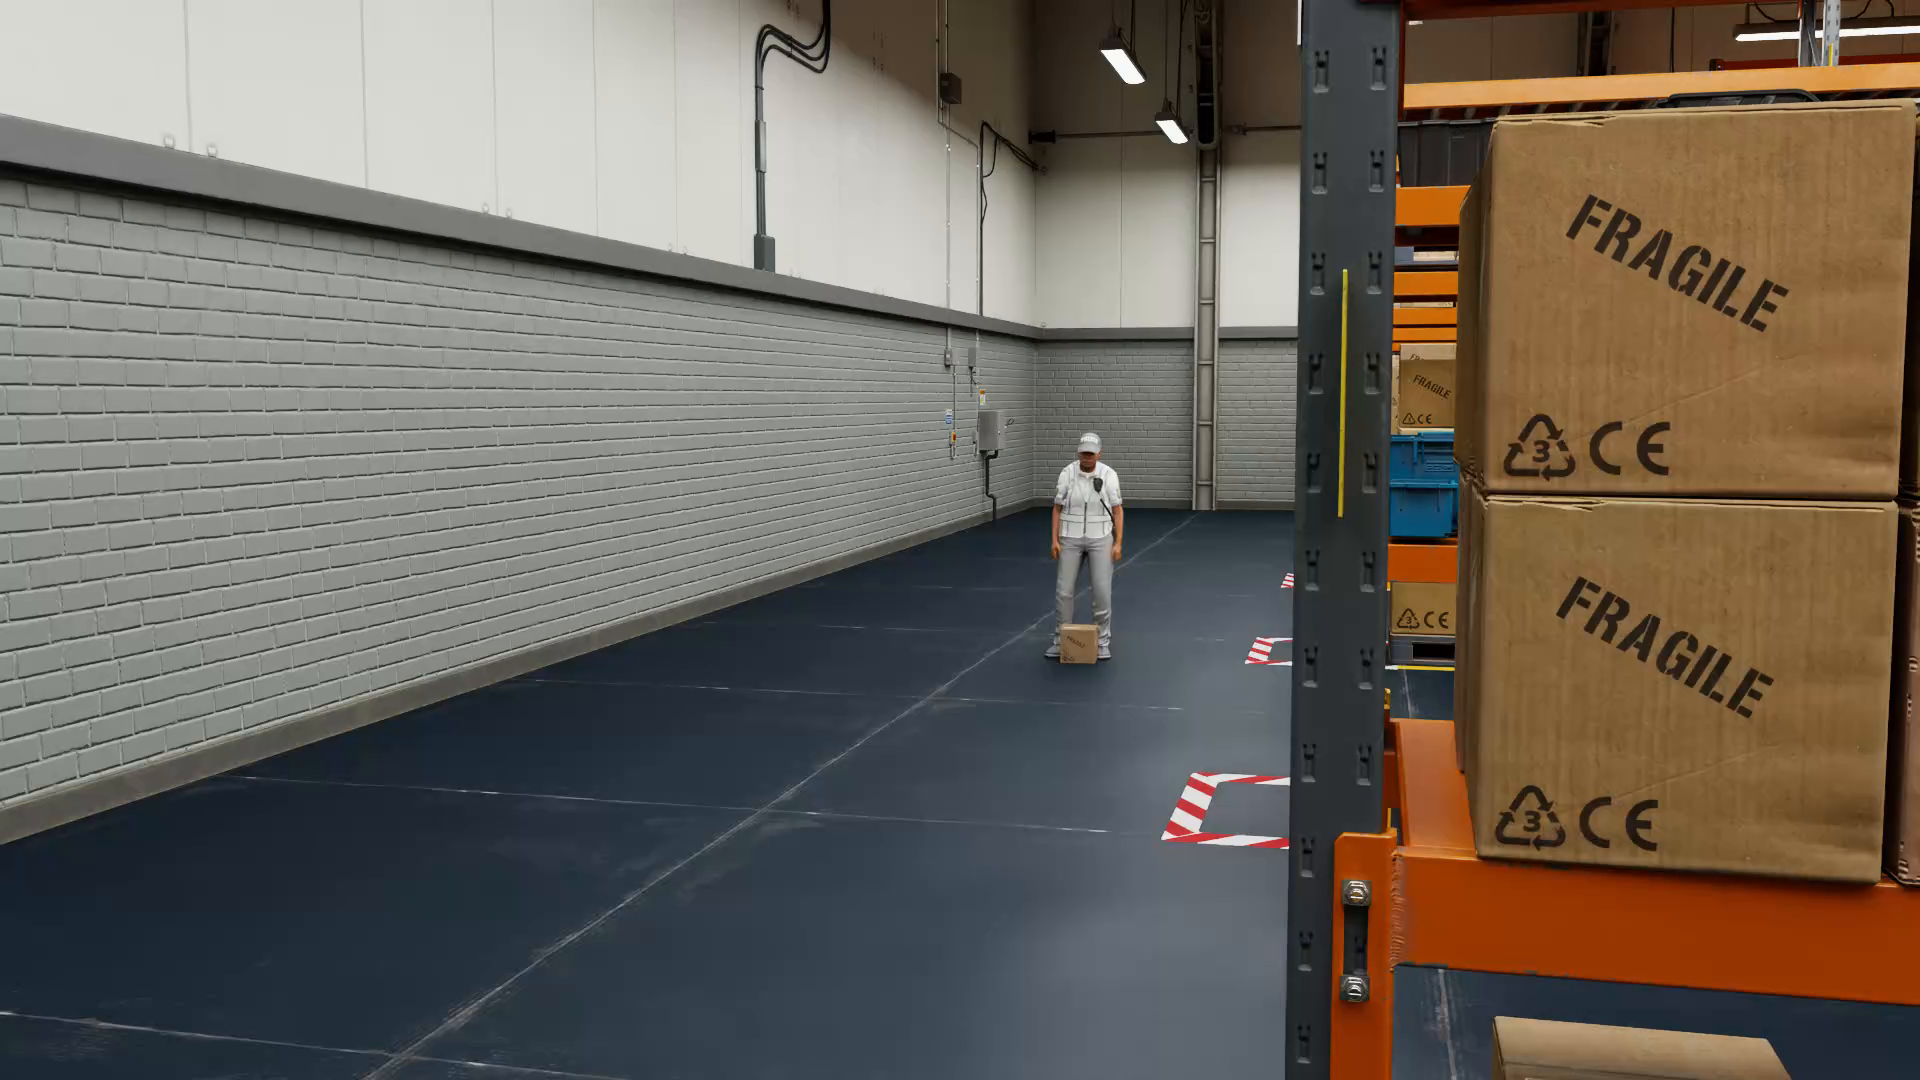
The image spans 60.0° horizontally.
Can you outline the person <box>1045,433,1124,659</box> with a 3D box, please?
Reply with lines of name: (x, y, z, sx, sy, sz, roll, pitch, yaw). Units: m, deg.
person: (0.922, 0.037, 12.315, 0.564, 1.667, 0.465, 1, 5, 10)
